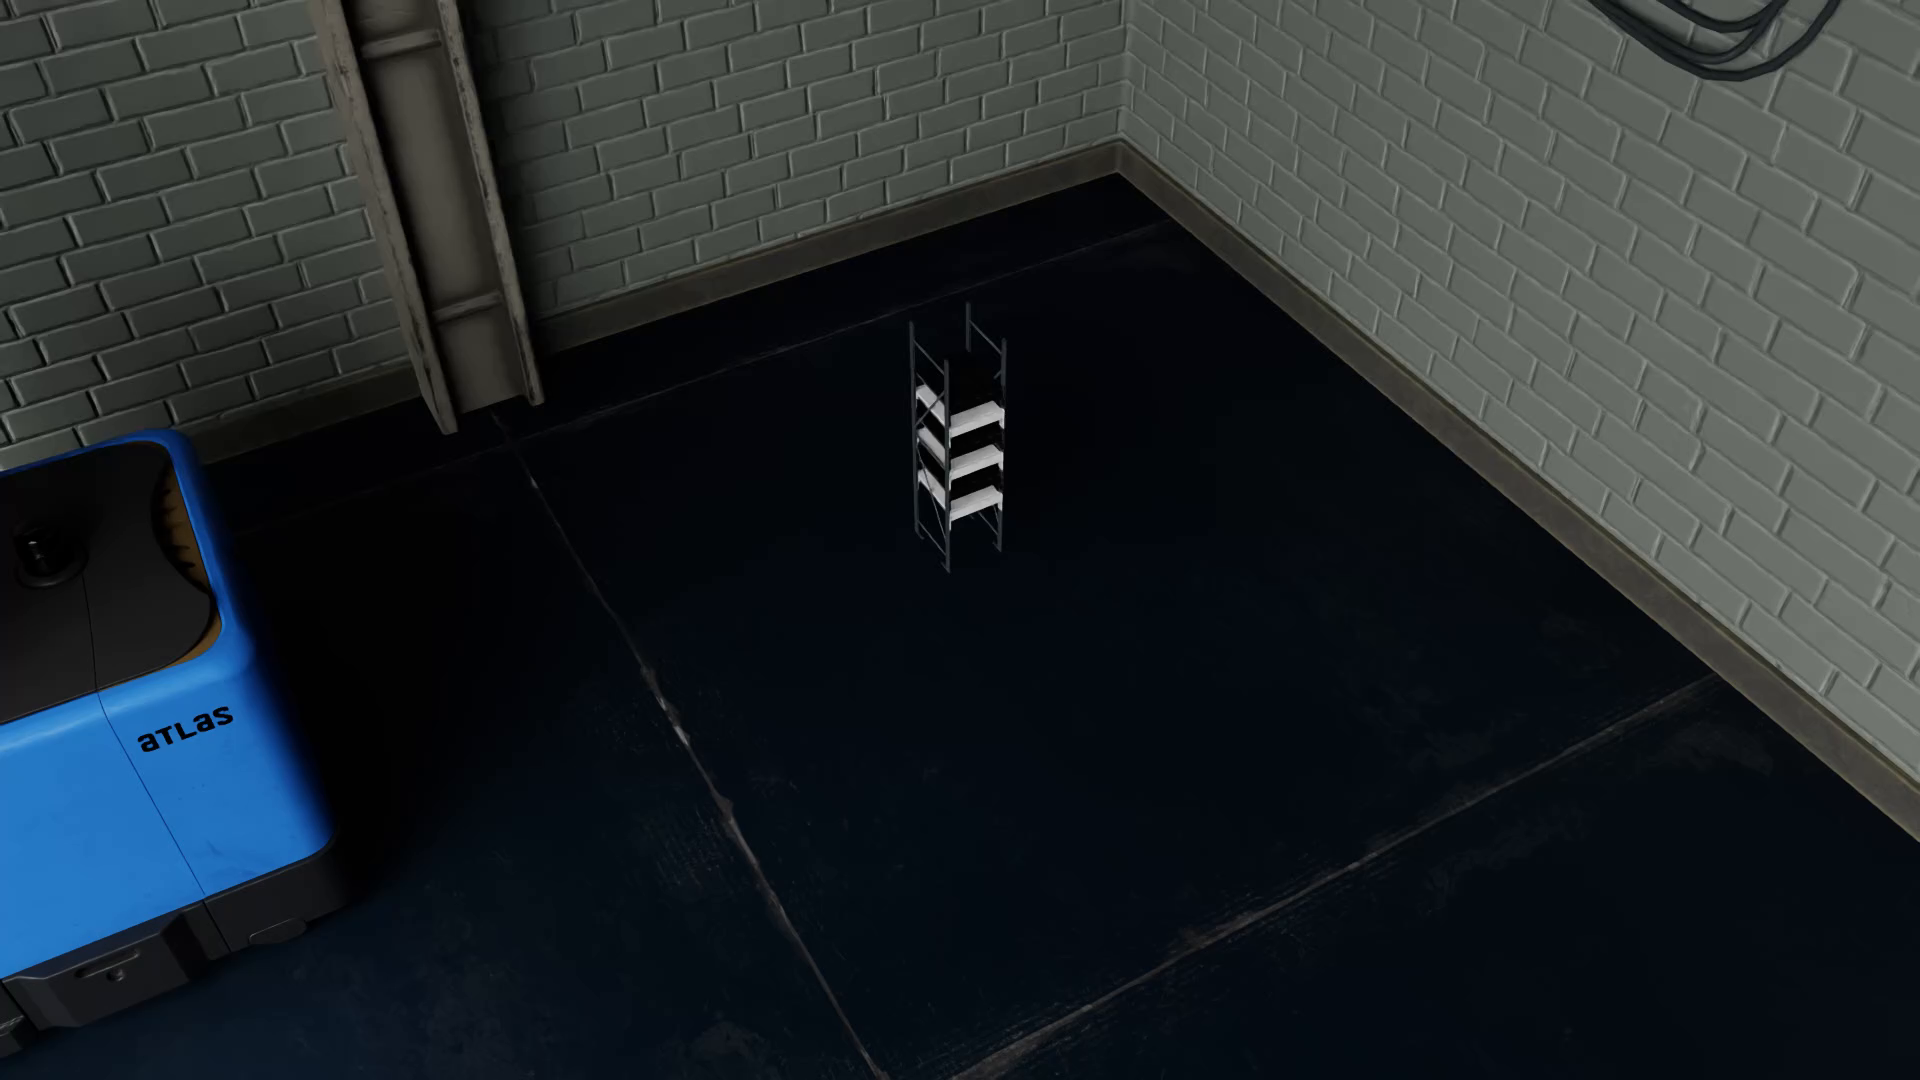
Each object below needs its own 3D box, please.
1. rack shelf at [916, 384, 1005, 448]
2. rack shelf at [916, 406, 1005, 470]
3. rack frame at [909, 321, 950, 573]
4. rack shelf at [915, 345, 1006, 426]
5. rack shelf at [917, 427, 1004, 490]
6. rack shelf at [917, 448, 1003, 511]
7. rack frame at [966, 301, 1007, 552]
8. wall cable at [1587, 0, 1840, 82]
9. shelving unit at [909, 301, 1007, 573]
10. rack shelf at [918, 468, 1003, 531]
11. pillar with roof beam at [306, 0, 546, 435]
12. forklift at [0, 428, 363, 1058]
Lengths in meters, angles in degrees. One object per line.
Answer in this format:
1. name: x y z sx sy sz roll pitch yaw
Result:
1. rack shelf: -0.007 -0.425 5.332 0.200 0.077 0.258 -22 48 -21
2. rack shelf: -0.007 -0.361 5.394 0.200 0.077 0.258 -22 48 -21
3. rack frame: -0.095 -0.285 5.397 0.006 0.900 0.240 -22 48 -21
4. rack shelf: -0.007 -0.490 5.269 0.200 0.077 0.258 -22 48 -21
5. rack shelf: -0.007 -0.296 5.457 0.200 0.077 0.258 -22 48 -21
6. rack shelf: -0.007 -0.232 5.520 0.200 0.077 0.258 -22 48 -21
7. rack frame: 0.081 -0.355 5.470 0.006 0.900 0.240 -22 48 -21
8. wall cable: 1.402 -2.886 4.492 0.112 2.526 3.097 -22 48 -21
9. shelving unit: -0.007 -0.320 5.434 0.210 0.900 0.258 -22 48 -21
10. rack shelf: -0.007 -0.167 5.582 0.200 0.077 0.258 -22 48 -21
11. pillar with roof beam: 0.333 -1.177 0.501 0.400 9.000 9.100 -22 48 -21
12. forklift: -3.217 0.176 3.464 3.031 2.935 1.130 -21 48 -20
